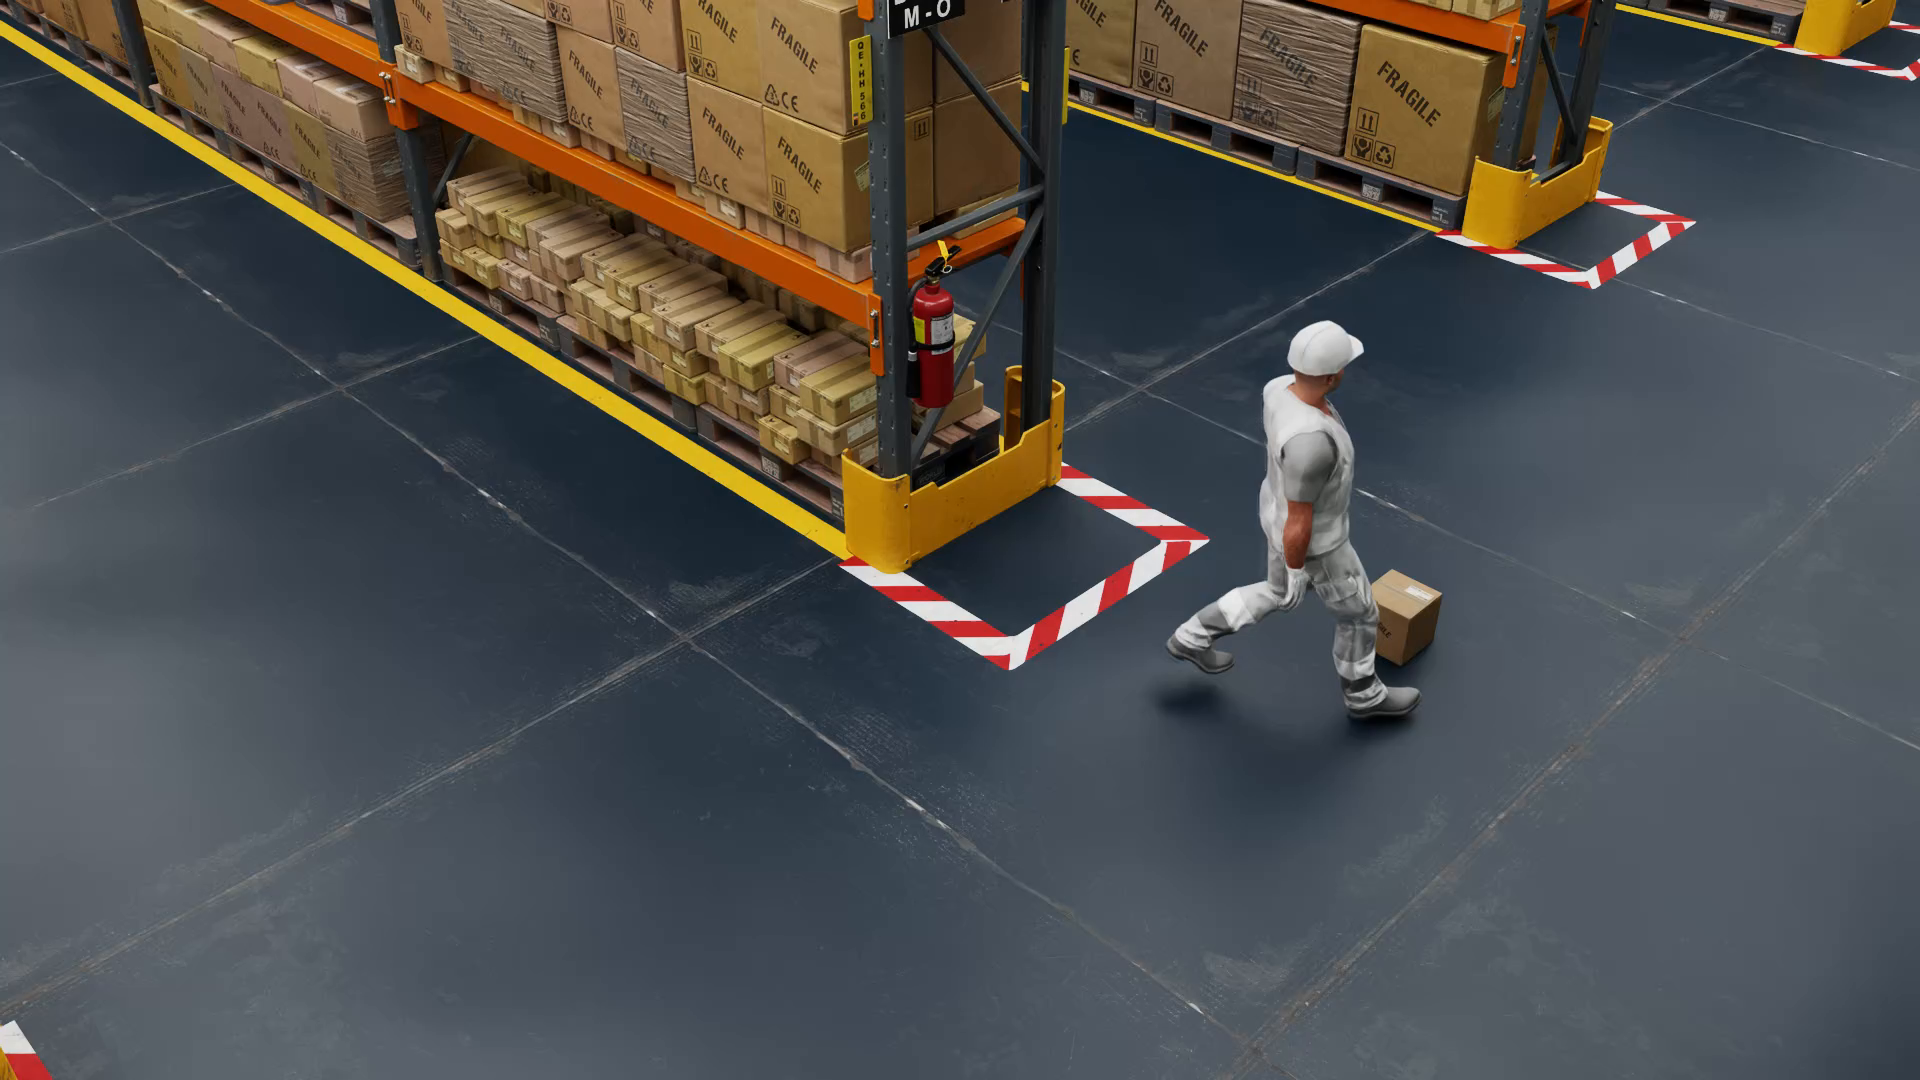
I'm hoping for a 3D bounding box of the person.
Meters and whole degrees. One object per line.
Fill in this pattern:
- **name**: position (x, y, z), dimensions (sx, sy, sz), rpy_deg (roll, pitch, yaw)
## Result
- **person**: position (1.339, -0.051, 6.233), dimensions (1.005, 1.737, 0.575), rpy_deg (-2, 35, -3)
